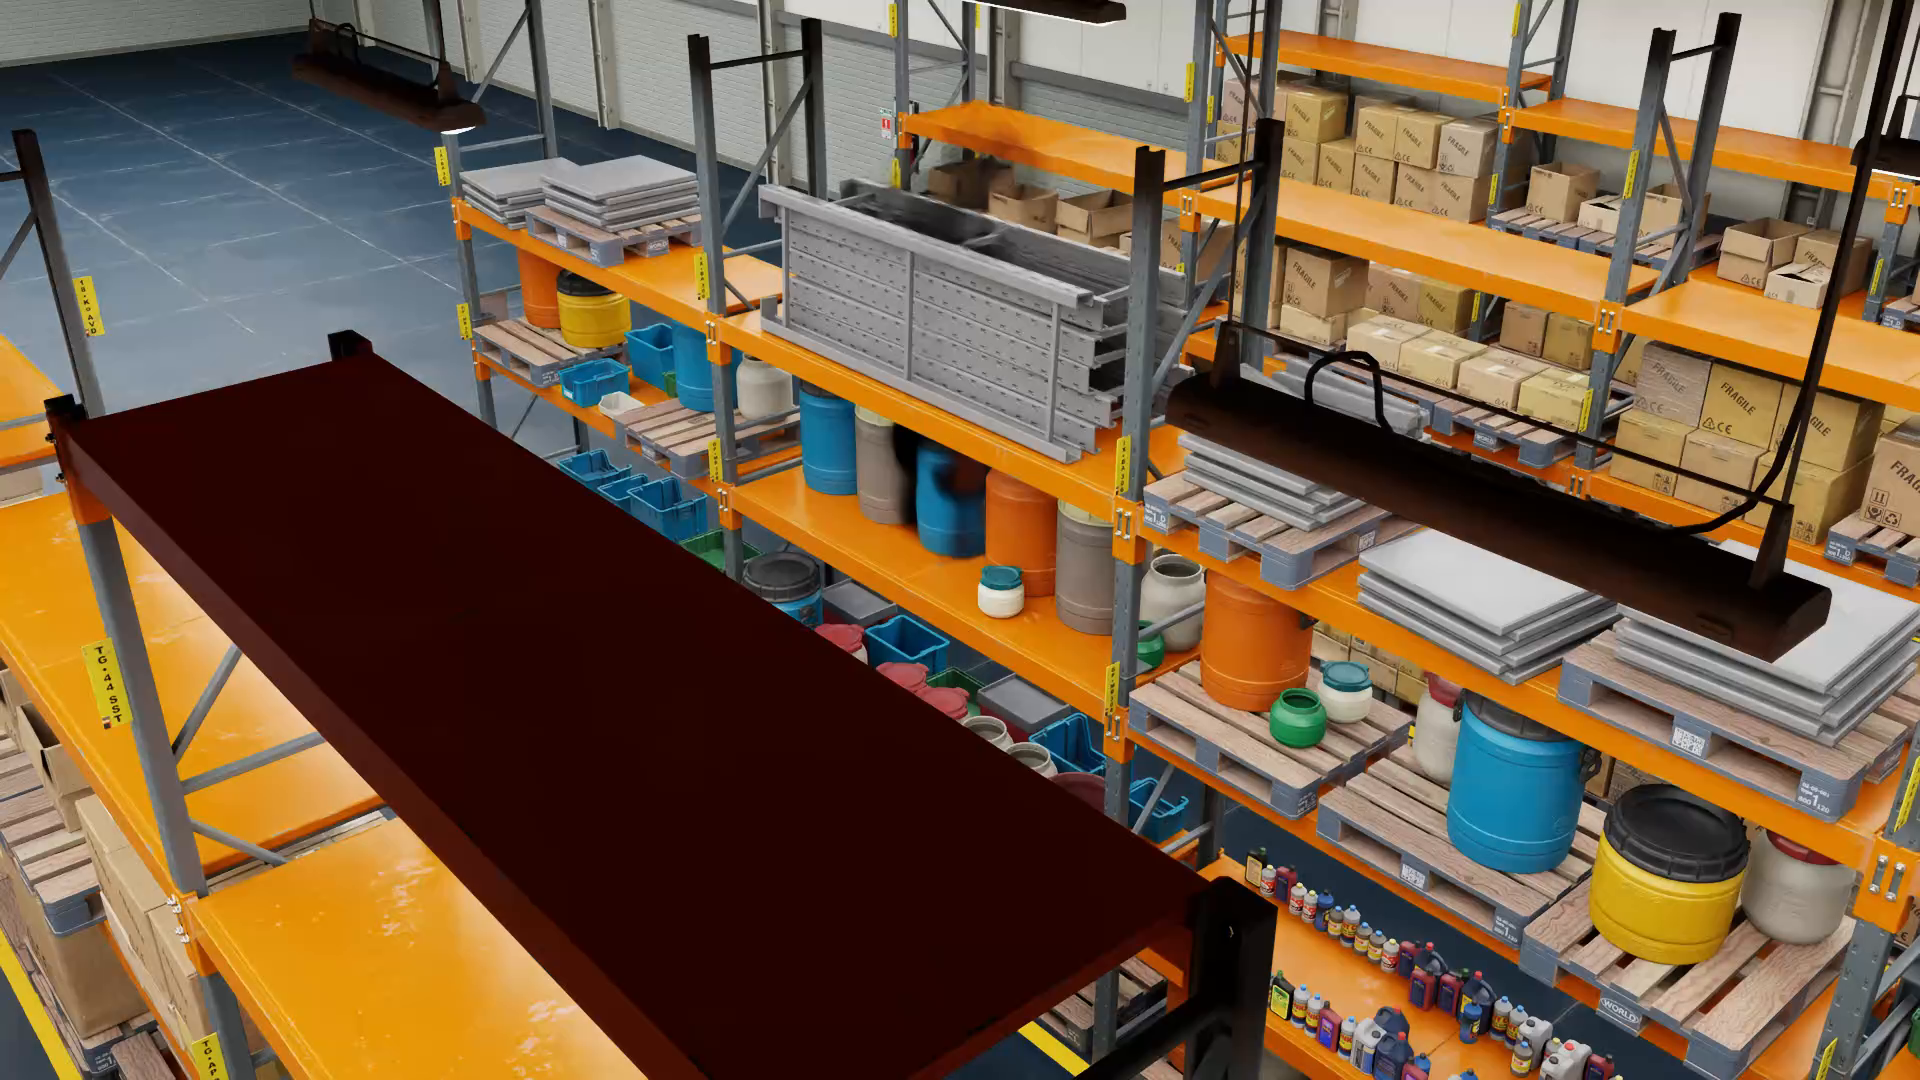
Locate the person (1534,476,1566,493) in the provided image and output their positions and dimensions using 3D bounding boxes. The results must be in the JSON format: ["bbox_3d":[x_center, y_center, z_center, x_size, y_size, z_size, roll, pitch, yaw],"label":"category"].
[{"bbox_3d":[5.777,-0.278,16.221,0.685,1.737,0.598,-23,35,-37],"label":"person"}]
